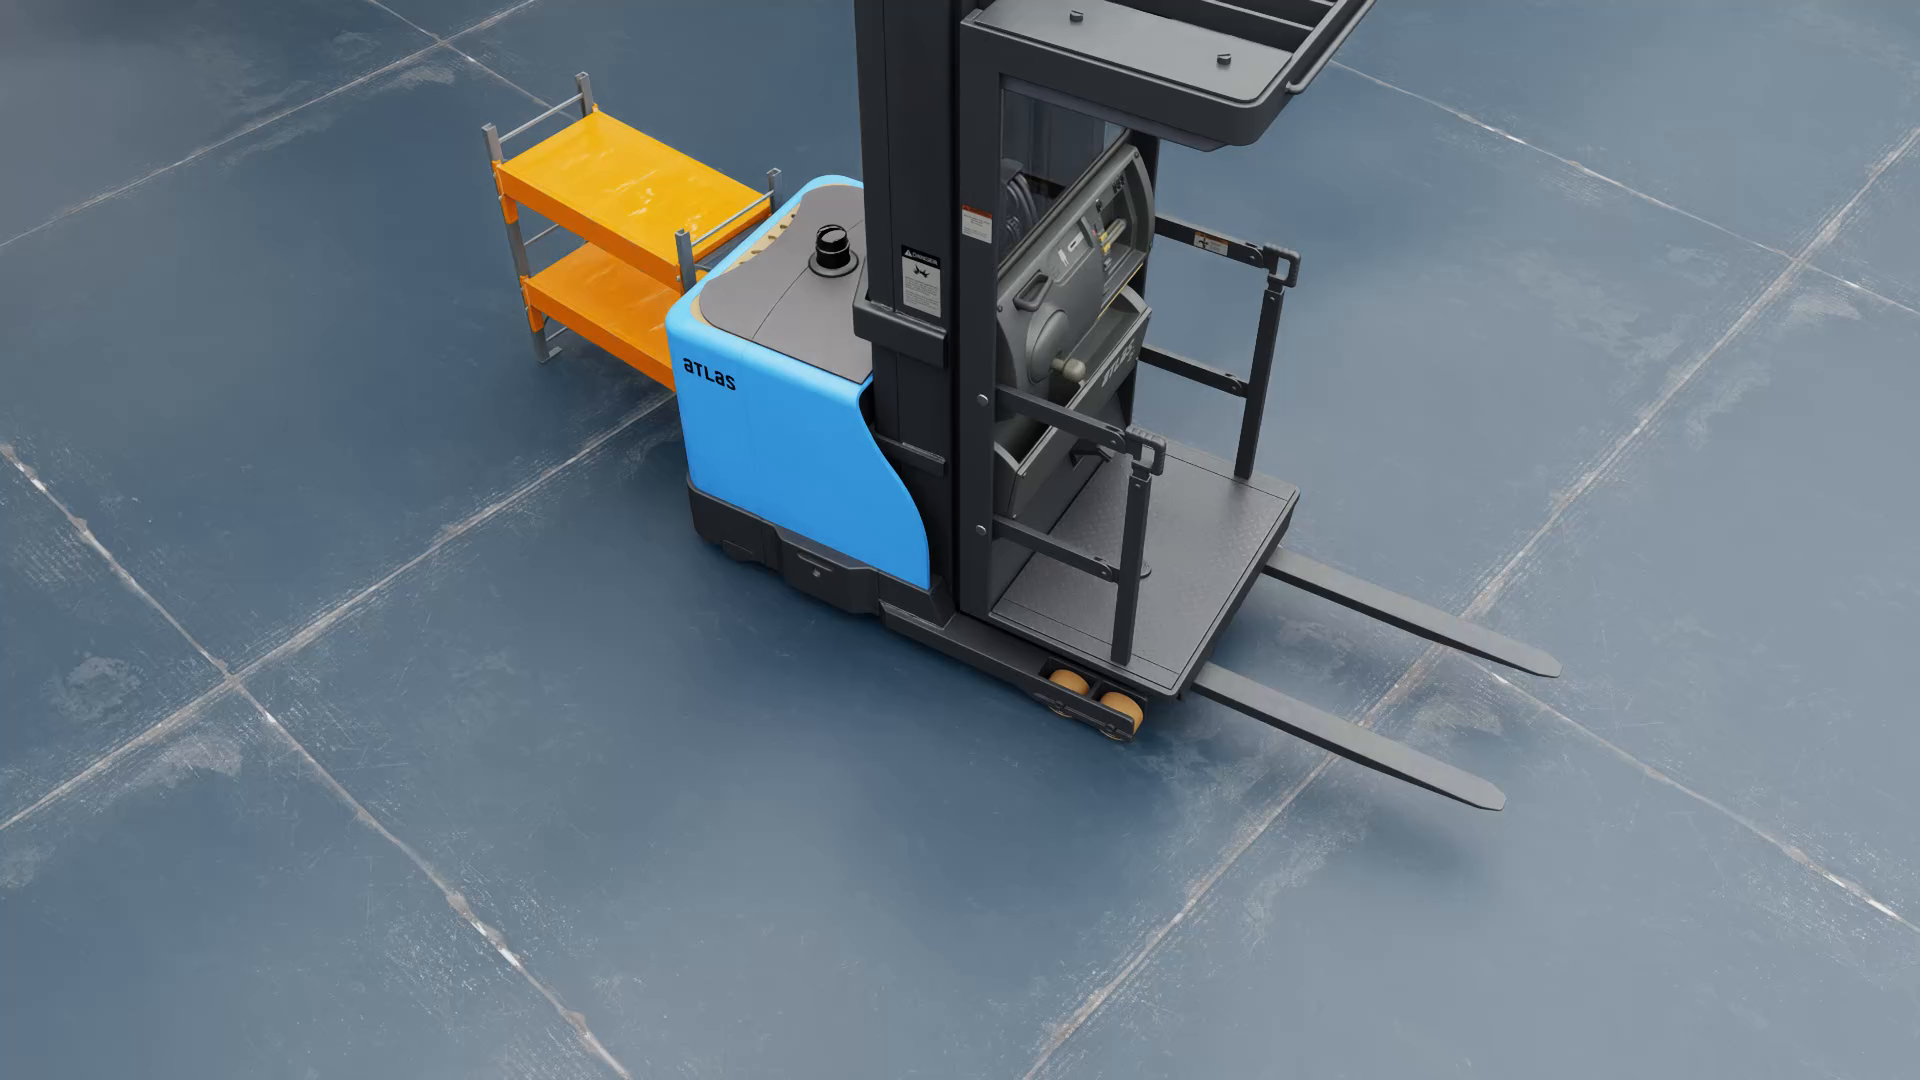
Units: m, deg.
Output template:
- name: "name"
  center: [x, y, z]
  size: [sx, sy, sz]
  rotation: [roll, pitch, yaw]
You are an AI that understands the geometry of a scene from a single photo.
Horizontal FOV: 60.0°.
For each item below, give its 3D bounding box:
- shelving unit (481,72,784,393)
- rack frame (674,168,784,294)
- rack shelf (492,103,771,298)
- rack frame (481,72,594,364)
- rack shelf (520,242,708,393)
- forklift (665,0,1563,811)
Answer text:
- name: "shelving unit"
  center: [-1.203, -1.035, 6.450]
  size: [1.048, 1.125, 0.538]
  rotation: [31, 54, 26]
- name: "rack frame"
  center: [-0.809, -0.801, 6.230]
  size: [0.032, 1.125, 0.500]
  rotation: [31, 54, 26]
- name: "rack shelf"
  center: [-1.203, -1.235, 6.237]
  size: [1.000, 0.278, 0.538]
  rotation: [31, 54, 26]
- name: "rack frame"
  center: [-1.597, -1.269, 6.670]
  size: [0.032, 1.125, 0.500]
  rotation: [31, 54, 26]
- name: "rack shelf"
  center: [-1.203, -0.868, 6.629]
  size: [1.000, 0.278, 0.538]
  rotation: [31, 54, 26]
- name: "forklift"
  center: [0.538, -0.775, 4.967]
  size: [3.031, 2.935, 1.130]
  rotation: [23, 51, 20]
